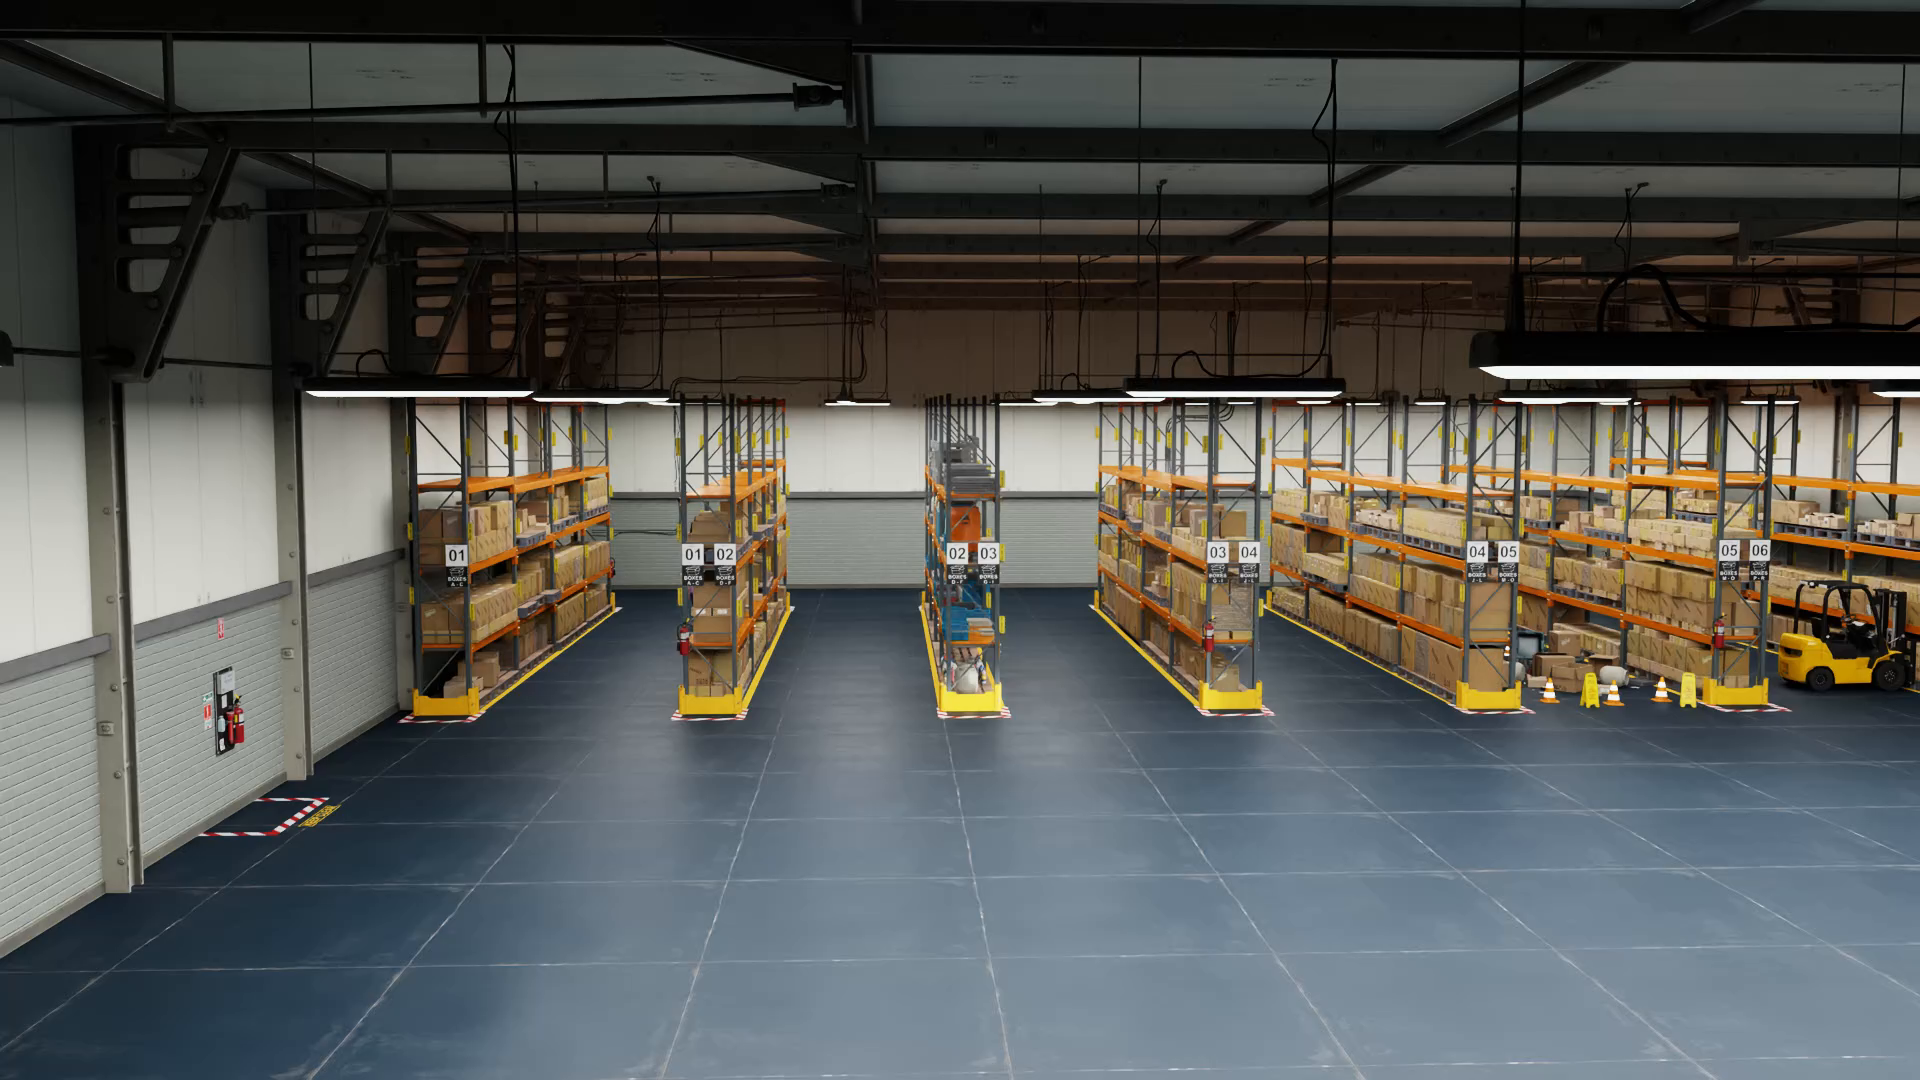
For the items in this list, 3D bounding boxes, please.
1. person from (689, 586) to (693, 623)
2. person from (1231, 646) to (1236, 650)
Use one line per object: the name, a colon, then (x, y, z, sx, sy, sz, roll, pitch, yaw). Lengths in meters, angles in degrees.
person: (-7.061, 1.421, 44.366, 0.448, 1.599, 0.439, 2, 5, 22)
person: (6.508, 1.810, 39.488, 0.394, 1.539, 0.972, 0, 5, -4)
